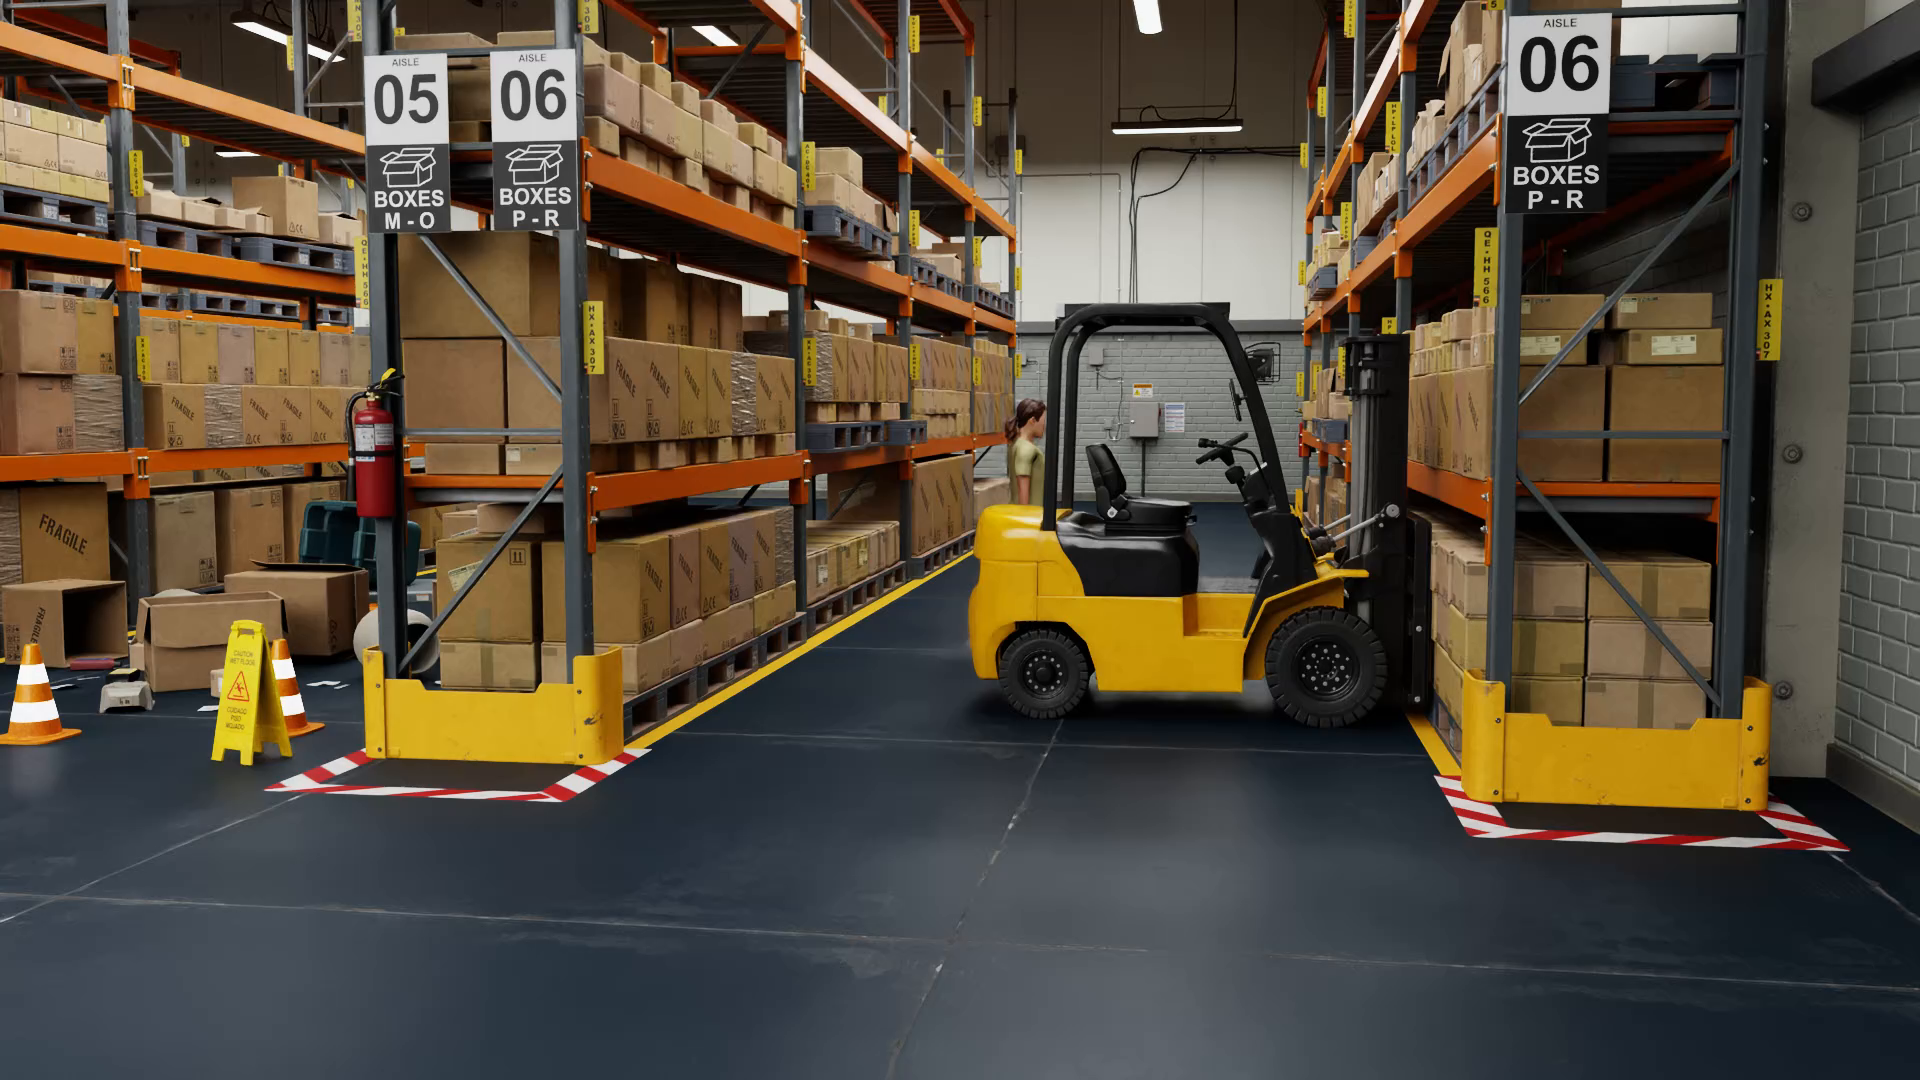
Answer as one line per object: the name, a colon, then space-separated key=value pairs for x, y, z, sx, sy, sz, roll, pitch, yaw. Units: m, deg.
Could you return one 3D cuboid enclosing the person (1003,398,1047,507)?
person: x=0.450 y=-0.085 z=10.819 sx=0.452 sy=1.675 sz=0.474 roll=-1 pitch=5 yaw=-9
